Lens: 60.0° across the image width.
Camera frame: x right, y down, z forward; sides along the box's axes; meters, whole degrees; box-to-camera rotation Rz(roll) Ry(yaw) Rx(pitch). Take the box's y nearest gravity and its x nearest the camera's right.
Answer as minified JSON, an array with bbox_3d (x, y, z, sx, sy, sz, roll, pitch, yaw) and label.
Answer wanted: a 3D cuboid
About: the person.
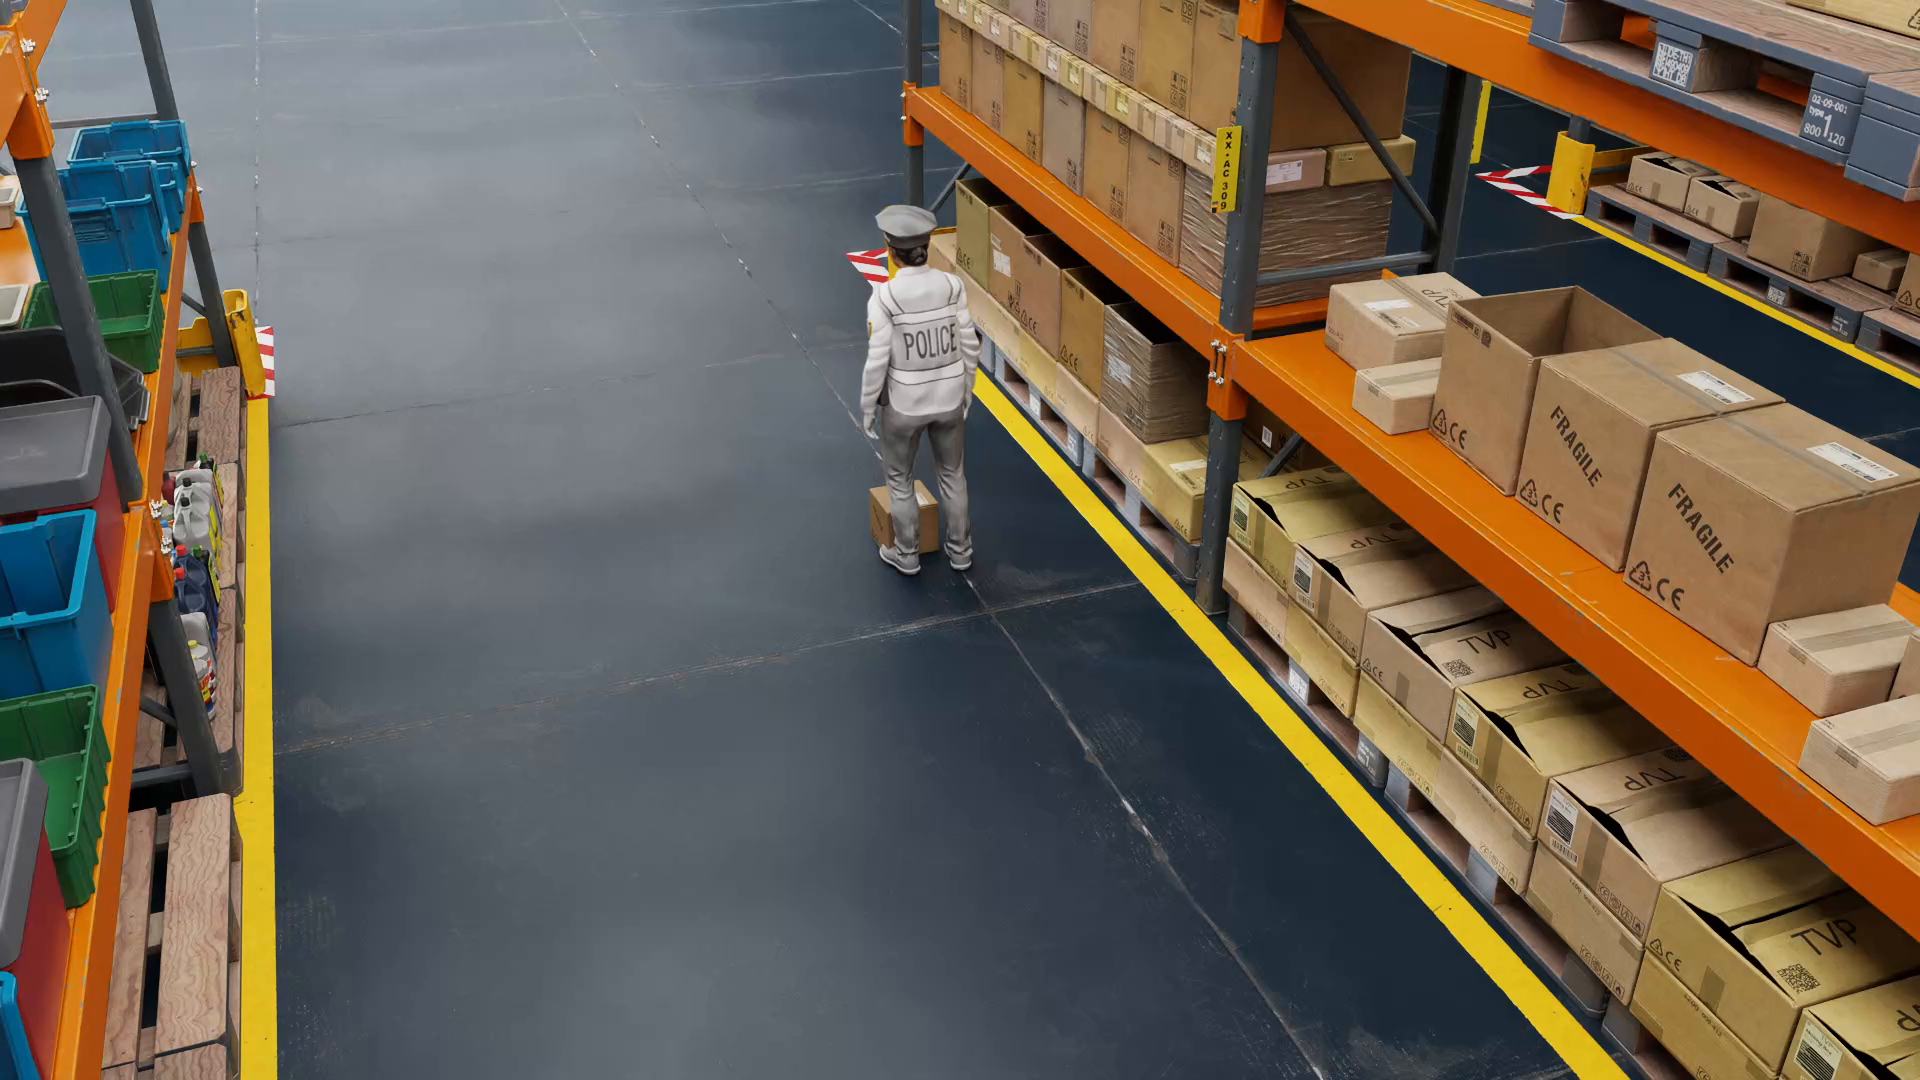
[{"bbox_3d":[-0.181,-0.602,7.167,0.544,1.663,0.415,-13,32,-21],"label":"person"}]
